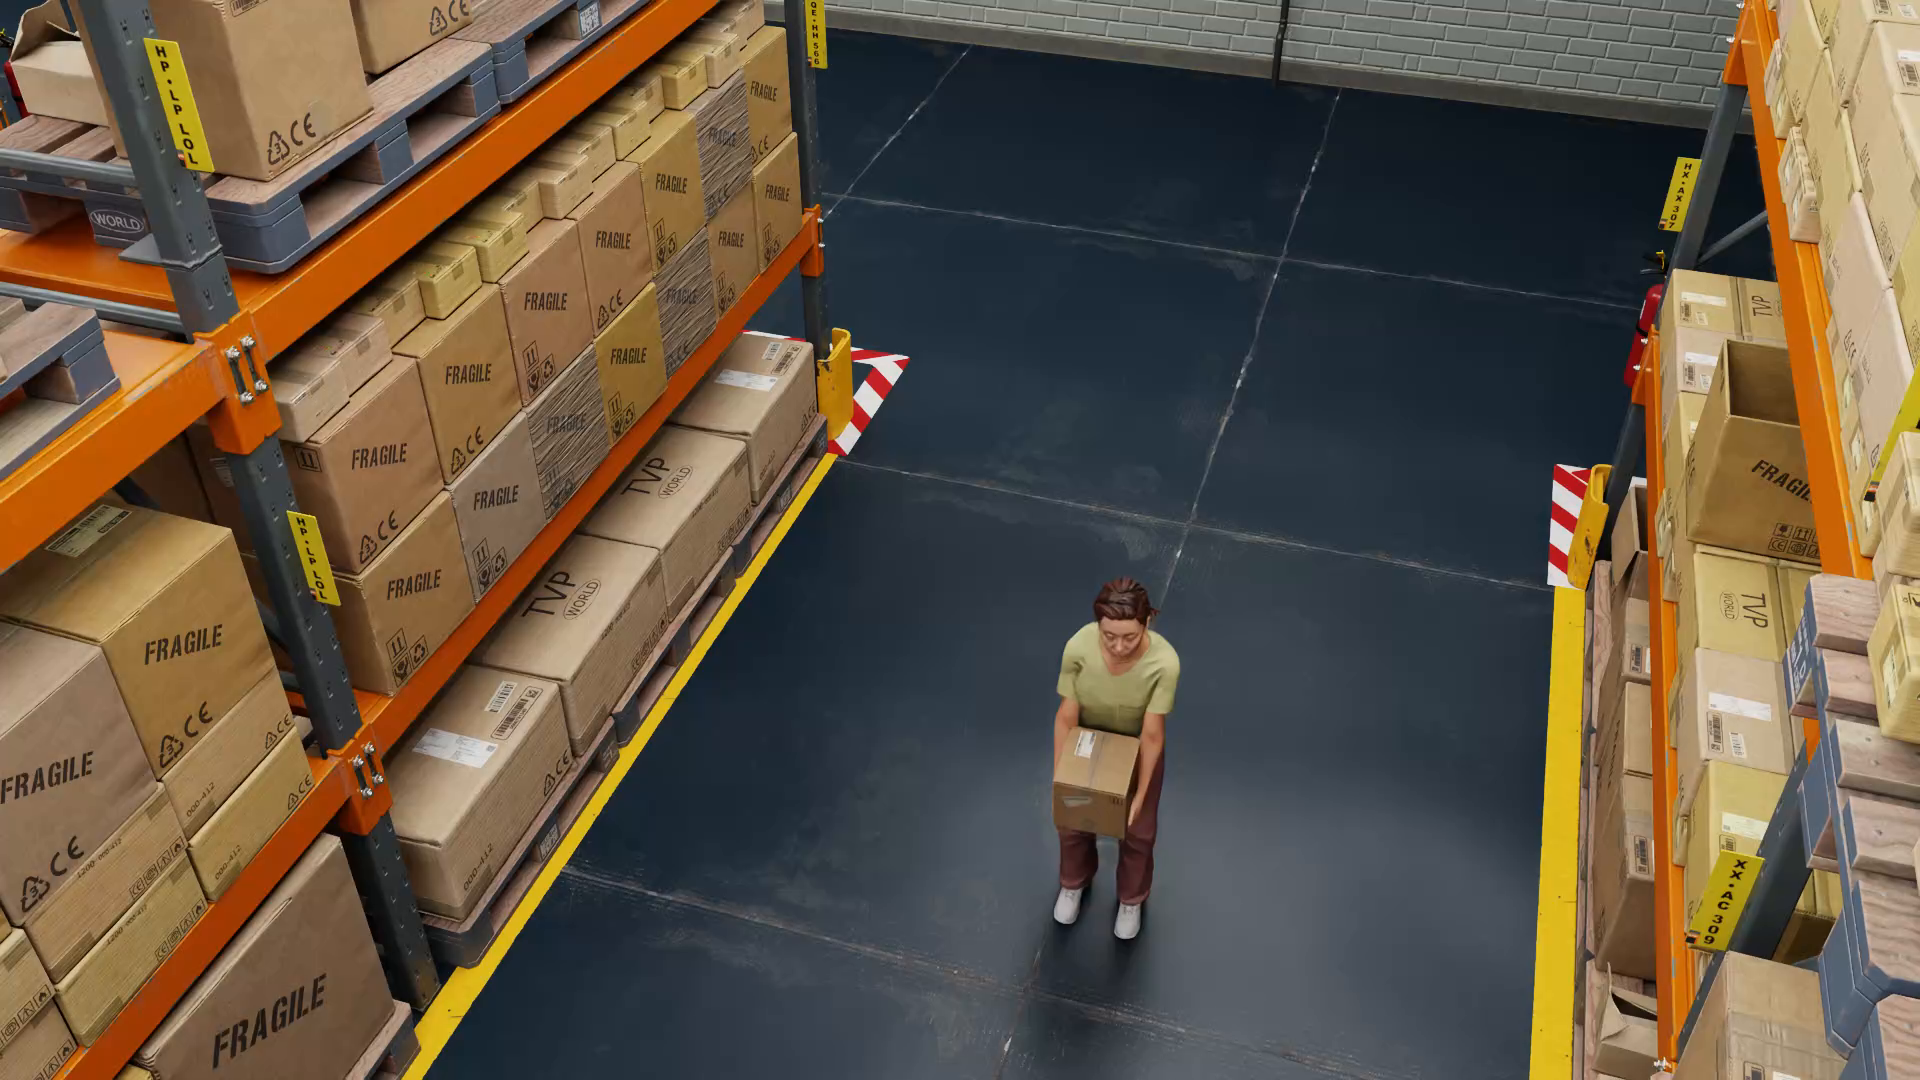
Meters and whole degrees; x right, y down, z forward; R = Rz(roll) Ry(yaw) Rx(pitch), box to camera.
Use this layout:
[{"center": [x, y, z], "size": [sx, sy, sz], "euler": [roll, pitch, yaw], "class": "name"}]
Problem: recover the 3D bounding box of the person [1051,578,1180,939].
[{"center": [0.531, 0.794, 5.865], "size": [0.407, 1.656, 0.520], "euler": [10, 38, 13], "class": "person"}]
